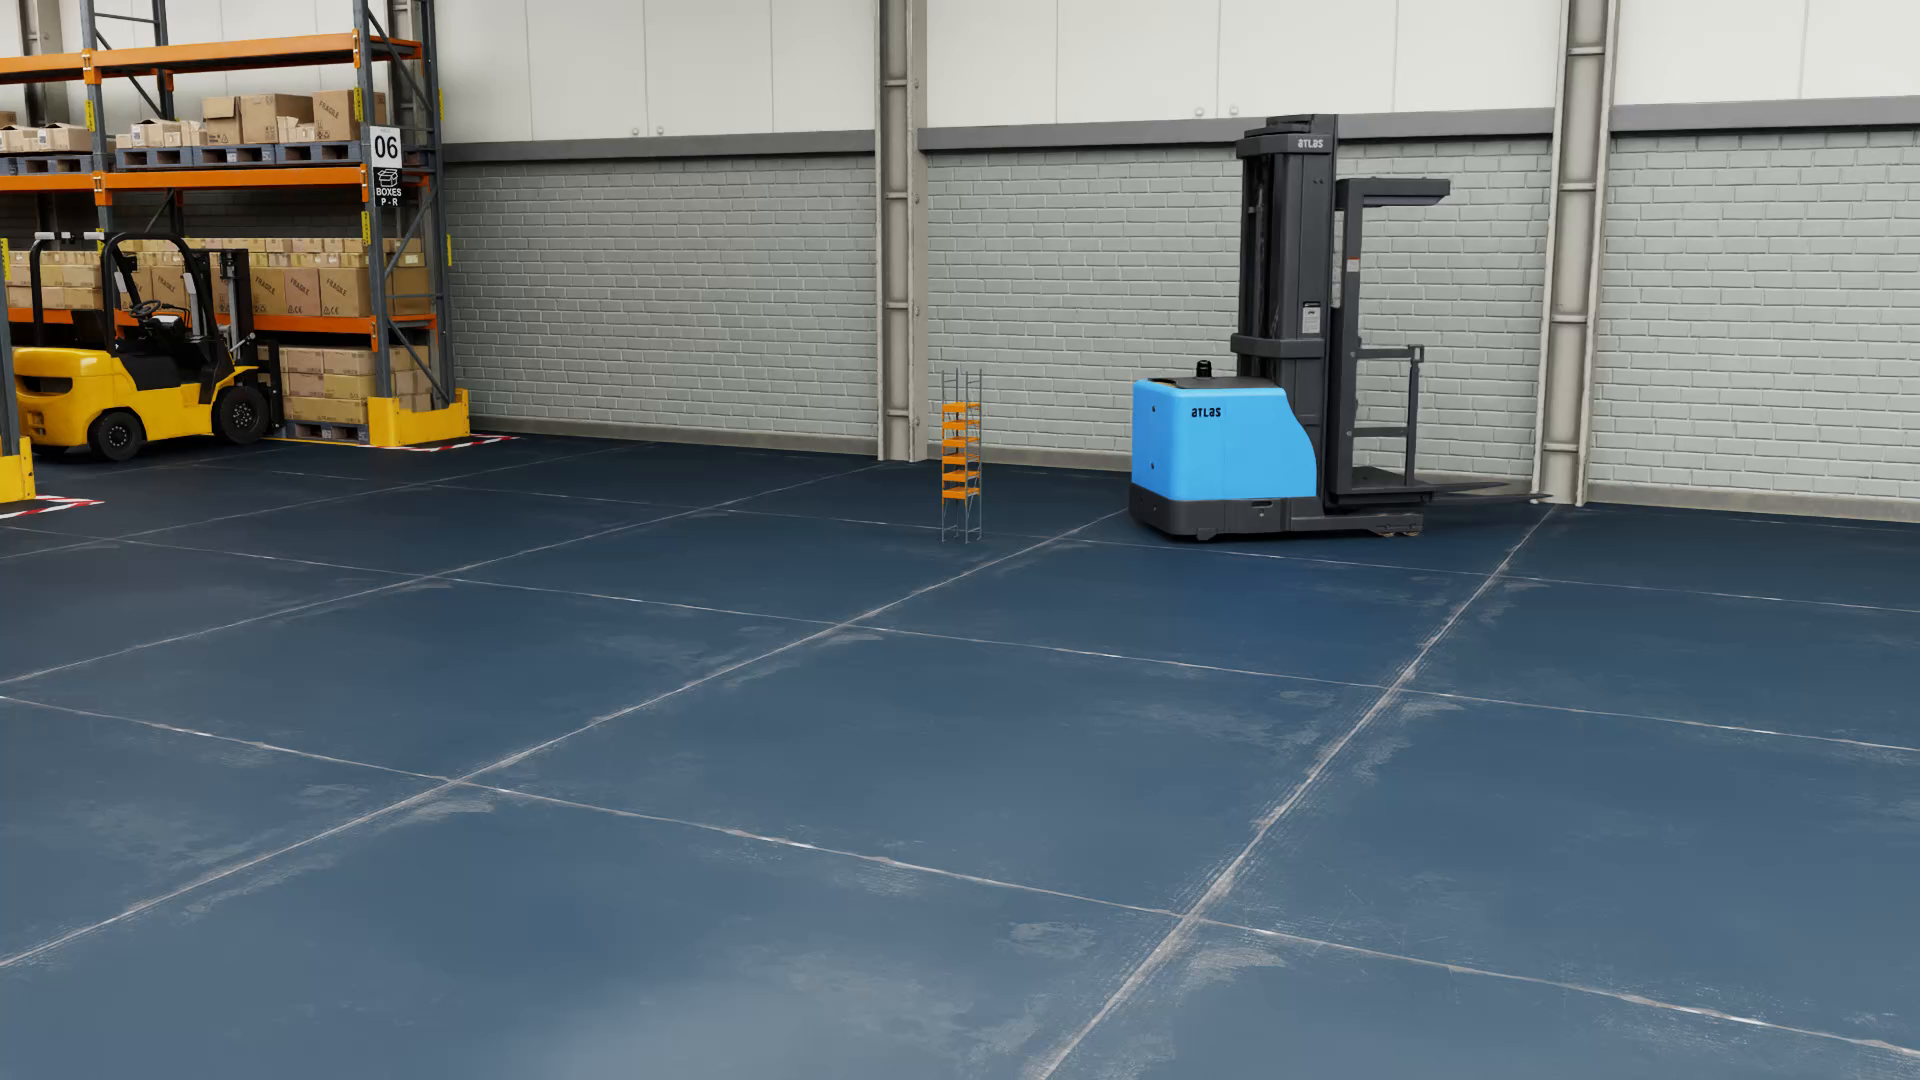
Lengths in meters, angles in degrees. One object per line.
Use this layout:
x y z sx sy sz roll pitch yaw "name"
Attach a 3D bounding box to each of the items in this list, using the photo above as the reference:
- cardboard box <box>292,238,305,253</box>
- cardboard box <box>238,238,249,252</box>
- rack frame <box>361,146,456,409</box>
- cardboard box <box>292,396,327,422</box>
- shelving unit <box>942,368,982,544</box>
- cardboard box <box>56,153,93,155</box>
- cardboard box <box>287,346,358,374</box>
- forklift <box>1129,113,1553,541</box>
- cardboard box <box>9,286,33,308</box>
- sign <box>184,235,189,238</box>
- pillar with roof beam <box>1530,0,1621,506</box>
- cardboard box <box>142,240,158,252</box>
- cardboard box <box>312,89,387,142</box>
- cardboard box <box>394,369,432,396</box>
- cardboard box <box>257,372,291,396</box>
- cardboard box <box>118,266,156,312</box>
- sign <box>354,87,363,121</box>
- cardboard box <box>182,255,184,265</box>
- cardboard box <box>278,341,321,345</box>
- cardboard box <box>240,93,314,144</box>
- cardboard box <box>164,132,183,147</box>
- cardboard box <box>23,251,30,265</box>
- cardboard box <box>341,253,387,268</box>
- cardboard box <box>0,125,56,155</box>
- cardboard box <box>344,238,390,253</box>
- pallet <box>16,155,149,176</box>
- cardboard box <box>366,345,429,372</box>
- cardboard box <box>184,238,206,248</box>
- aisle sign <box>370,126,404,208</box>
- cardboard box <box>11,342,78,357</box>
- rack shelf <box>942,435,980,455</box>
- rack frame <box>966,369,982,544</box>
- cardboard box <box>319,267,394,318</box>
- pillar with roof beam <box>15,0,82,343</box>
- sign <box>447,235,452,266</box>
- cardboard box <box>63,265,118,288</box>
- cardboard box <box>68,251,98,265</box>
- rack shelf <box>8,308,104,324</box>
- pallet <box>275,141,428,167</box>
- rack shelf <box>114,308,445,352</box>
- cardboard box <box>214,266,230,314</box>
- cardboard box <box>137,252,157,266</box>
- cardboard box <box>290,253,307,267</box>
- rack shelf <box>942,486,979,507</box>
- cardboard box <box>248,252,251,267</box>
-6.790 -3.101 17.505 0.250 0.149 0.380 5 11 26 "cardboard box"
-7.496 -3.159 17.824 0.250 0.149 0.380 5 11 27 "cardboard box"
-5.703 -2.530 17.284 0.127 3.000 1.000 5 11 26 "rack frame"
-6.706 -1.410 17.642 0.500 0.250 0.500 5 11 26 "cardboard box"
0.013 -0.589 11.617 0.189 1.200 0.258 5 11 26 "shelving unit"
-10.243 -4.552 19.281 0.250 0.149 0.380 5 11 26 "cardboard box"
-6.715 -1.901 17.545 0.500 0.250 0.500 5 12 27 "cardboard box"
2.833 -1.550 12.064 3.031 2.935 1.130 -2 10 -12 "forklift"
-10.743 -2.852 19.485 0.500 0.250 0.500 5 11 26 "cardboard box"
-9.046 -3.398 19.432 0.005 0.325 0.100 5 11 26 "sign"
2.927 -4.047 8.825 0.400 9.000 9.100 5 11 26 "pillar with roof beam"
-8.854 -3.284 18.513 0.250 0.149 0.380 5 11 27 "cardboard box"
-6.208 -4.307 16.940 0.500 0.500 0.500 5 12 28 "cardboard box"
-6.033 -1.699 17.835 0.500 0.250 0.500 5 12 27 "cardboard box"
-7.196 -1.696 17.817 0.500 0.250 0.500 5 11 25 "cardboard box"
-9.008 -2.817 18.593 0.500 0.500 0.500 5 11 24 "cardboard box"
-5.956 -4.317 16.473 0.005 0.325 0.100 5 11 26 "sign"
-8.219 -3.058 18.100 0.250 0.149 0.380 5 11 25 "cardboard box"
-7.401 -2.065 18.450 0.500 0.250 0.500 5 11 25 "cardboard box"
-7.083 -4.403 17.474 0.500 0.500 0.700 5 11 26 "cardboard box"
-8.333 -4.309 17.937 0.250 0.149 0.380 5 12 28 "cardboard box"
-10.633 -3.280 19.328 0.250 0.149 0.380 5 11 24 "cardboard box"
-6.138 -2.881 17.121 0.250 0.149 0.380 5 11 27 "cardboard box"
-10.736 -4.611 19.155 0.500 0.311 0.500 5 11 24 "cardboard box"
-6.118 -3.039 17.161 0.250 0.149 0.380 5 11 26 "cardboard box"
-10.087 -4.294 19.148 1.217 0.209 0.805 5 11 24 "pallet"
-6.051 -1.943 17.779 0.500 0.250 0.500 5 11 25 "cardboard box"
-8.199 -3.209 18.103 0.250 0.149 0.380 5 11 25 "cardboard box"
-5.774 -3.757 16.765 0.004 0.787 0.394 5 11 26 "aisle sign"
-11.131 -2.044 20.087 0.625 0.625 0.875 5 11 23 "cardboard box"
0.013 -0.664 11.604 0.180 0.103 0.258 5 11 26 "rack shelf"
0.095 -0.582 11.577 0.006 1.200 0.240 5 11 26 "rack frame"
-6.261 -2.576 17.258 0.500 0.500 0.500 5 11 25 "cardboard box"
-13.215 -5.466 16.662 0.400 9.000 9.100 5 11 26 "pillar with roof beam"
-5.453 -3.083 17.687 0.005 0.325 0.100 5 11 26 "sign"
-9.844 -3.015 18.983 0.500 0.250 0.500 5 11 25 "cardboard box"
-9.935 -3.222 19.008 0.250 0.149 0.380 5 11 25 "cardboard box"
-11.084 -2.648 19.961 4.000 0.370 1.077 5 11 26 "rack shelf"
-6.326 -4.022 17.356 1.213 0.211 1.003 5 11 26 "pallet"
-7.497 -2.333 18.219 4.000 0.370 1.077 5 11 26 "rack shelf"
-7.638 -2.696 17.924 0.500 0.500 0.500 5 11 26 "cardboard box"
-8.888 -3.126 18.477 0.250 0.149 0.380 5 12 27 "cardboard box"
-6.804 -2.947 17.491 0.250 0.149 0.380 5 11 25 "cardboard box"
0.013 -0.309 11.668 0.180 0.103 0.258 5 11 26 "rack shelf"
-7.484 -3.012 17.846 0.250 0.149 0.380 5 11 25 "cardboard box"
